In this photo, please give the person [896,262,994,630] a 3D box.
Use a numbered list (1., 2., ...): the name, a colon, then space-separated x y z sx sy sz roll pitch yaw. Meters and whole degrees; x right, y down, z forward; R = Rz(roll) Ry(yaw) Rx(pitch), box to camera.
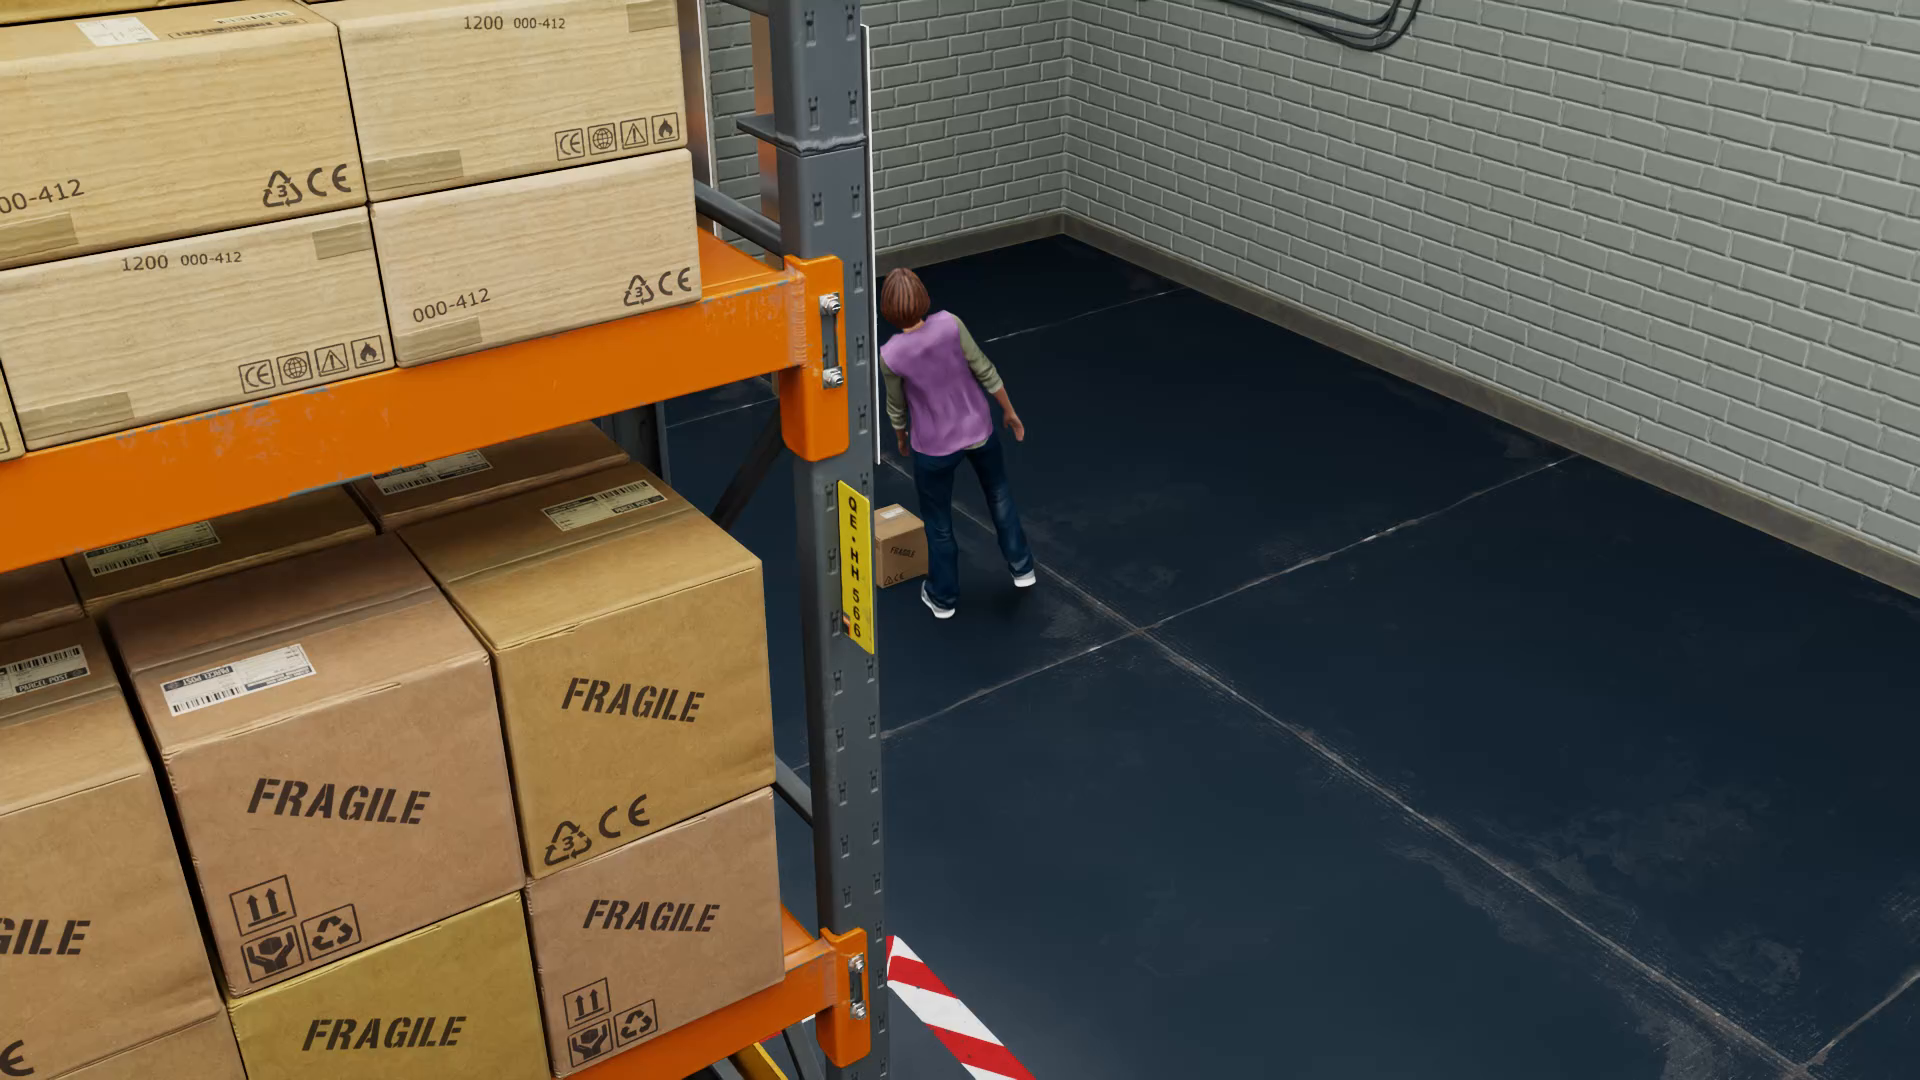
1. person: -0.054 -0.351 6.804 0.412 1.571 0.316 -18 34 -29
